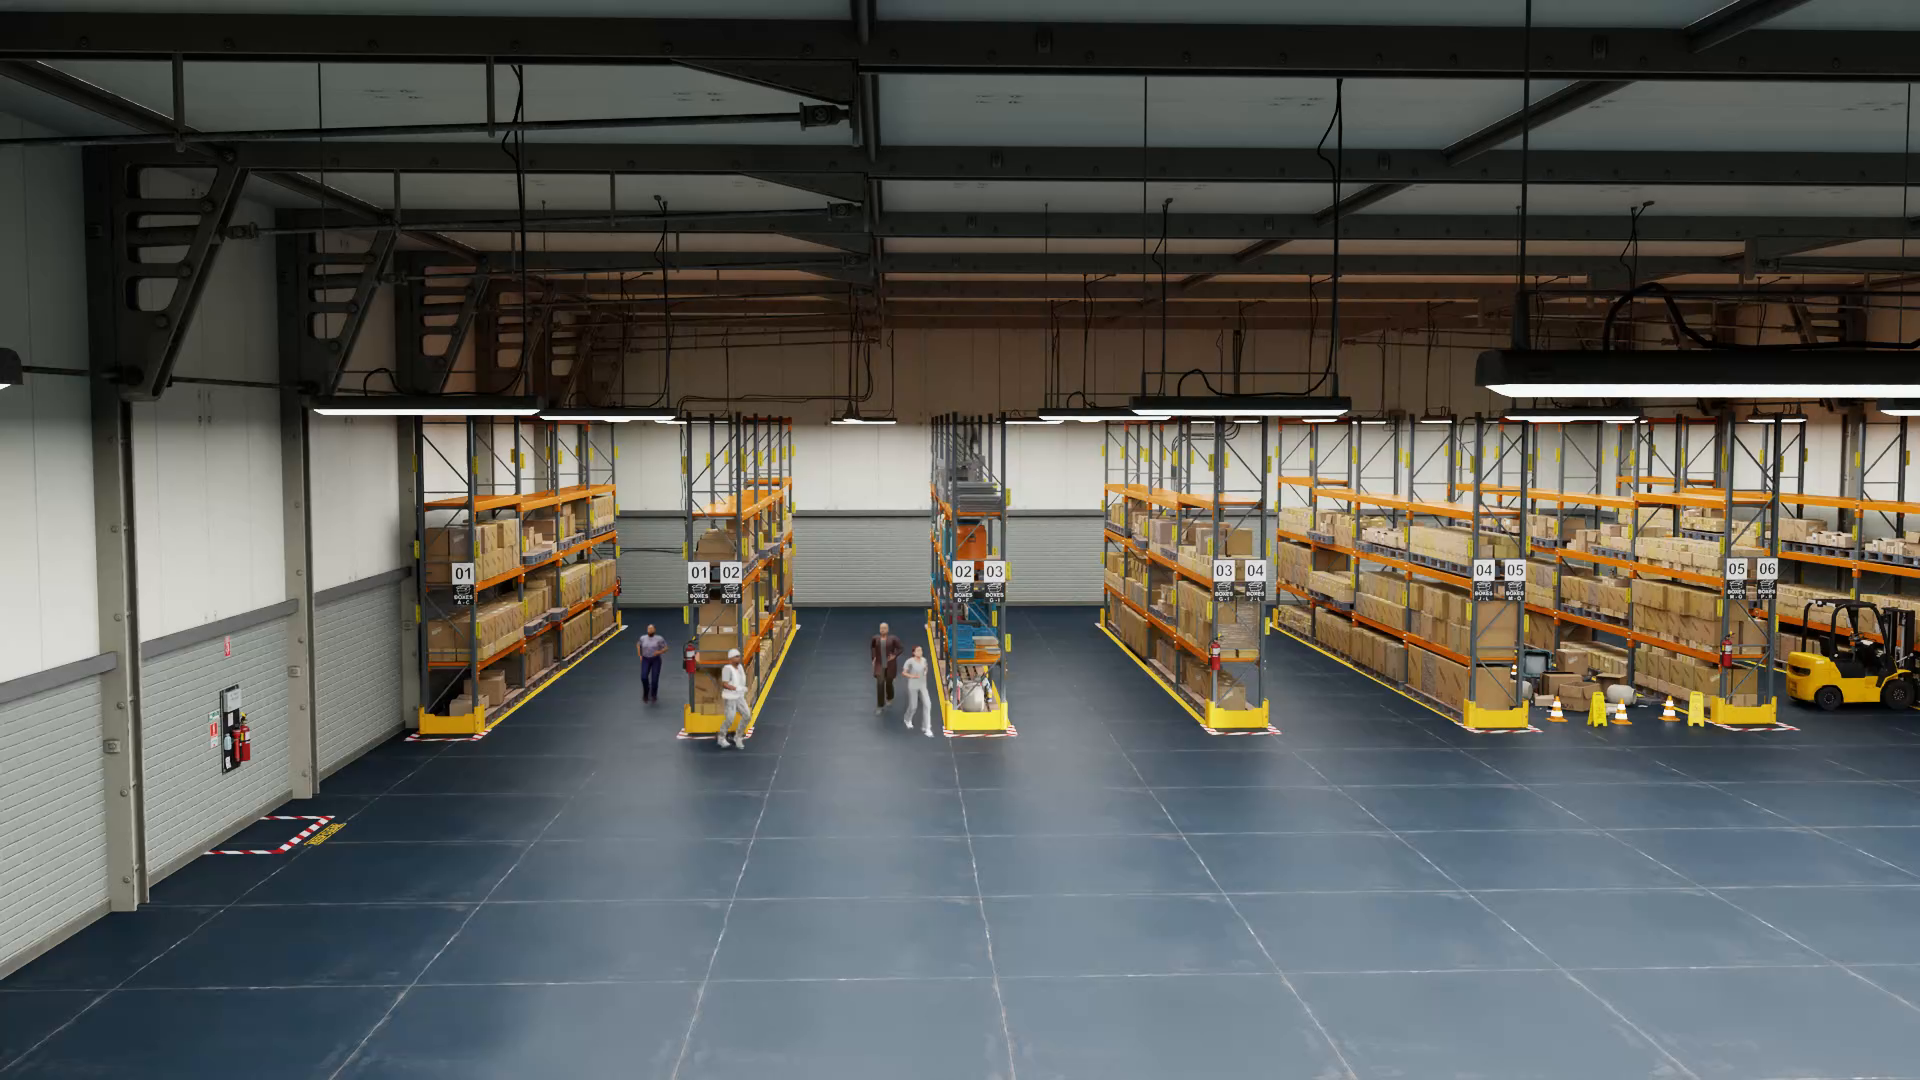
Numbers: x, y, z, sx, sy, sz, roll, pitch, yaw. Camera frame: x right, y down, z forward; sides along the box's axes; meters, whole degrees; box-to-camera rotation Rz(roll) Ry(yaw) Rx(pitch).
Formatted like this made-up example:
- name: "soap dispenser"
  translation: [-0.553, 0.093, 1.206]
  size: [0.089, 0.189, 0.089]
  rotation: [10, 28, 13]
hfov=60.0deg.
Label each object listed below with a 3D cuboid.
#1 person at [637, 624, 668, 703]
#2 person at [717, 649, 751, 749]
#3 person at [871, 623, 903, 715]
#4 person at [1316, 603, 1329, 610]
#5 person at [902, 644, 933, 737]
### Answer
- name: "person"
  translation: [-6.396, 2.562, 34.511]
  size: [0.663, 1.642, 0.593]
  rotation: [0, 4, -2]
- name: "person"
  translation: [-3.978, 2.840, 29.540]
  size: [0.723, 1.825, 0.707]
  rotation: [2, 4, 30]
- name: "person"
  translation: [-1.472, 2.560, 33.414]
  size: [0.695, 1.824, 0.917]
  rotation: [1, 4, 8]
- name: "person"
  translation: [10.525, 1.564, 48.489]
  size: [0.714, 1.801, 0.682]
  rotation: [3, 5, 38]
- name: "person"
  translation: [-0.820, 2.780, 31.050]
  size: [0.600, 1.684, 0.924]
  rotation: [-2, 4, -27]
